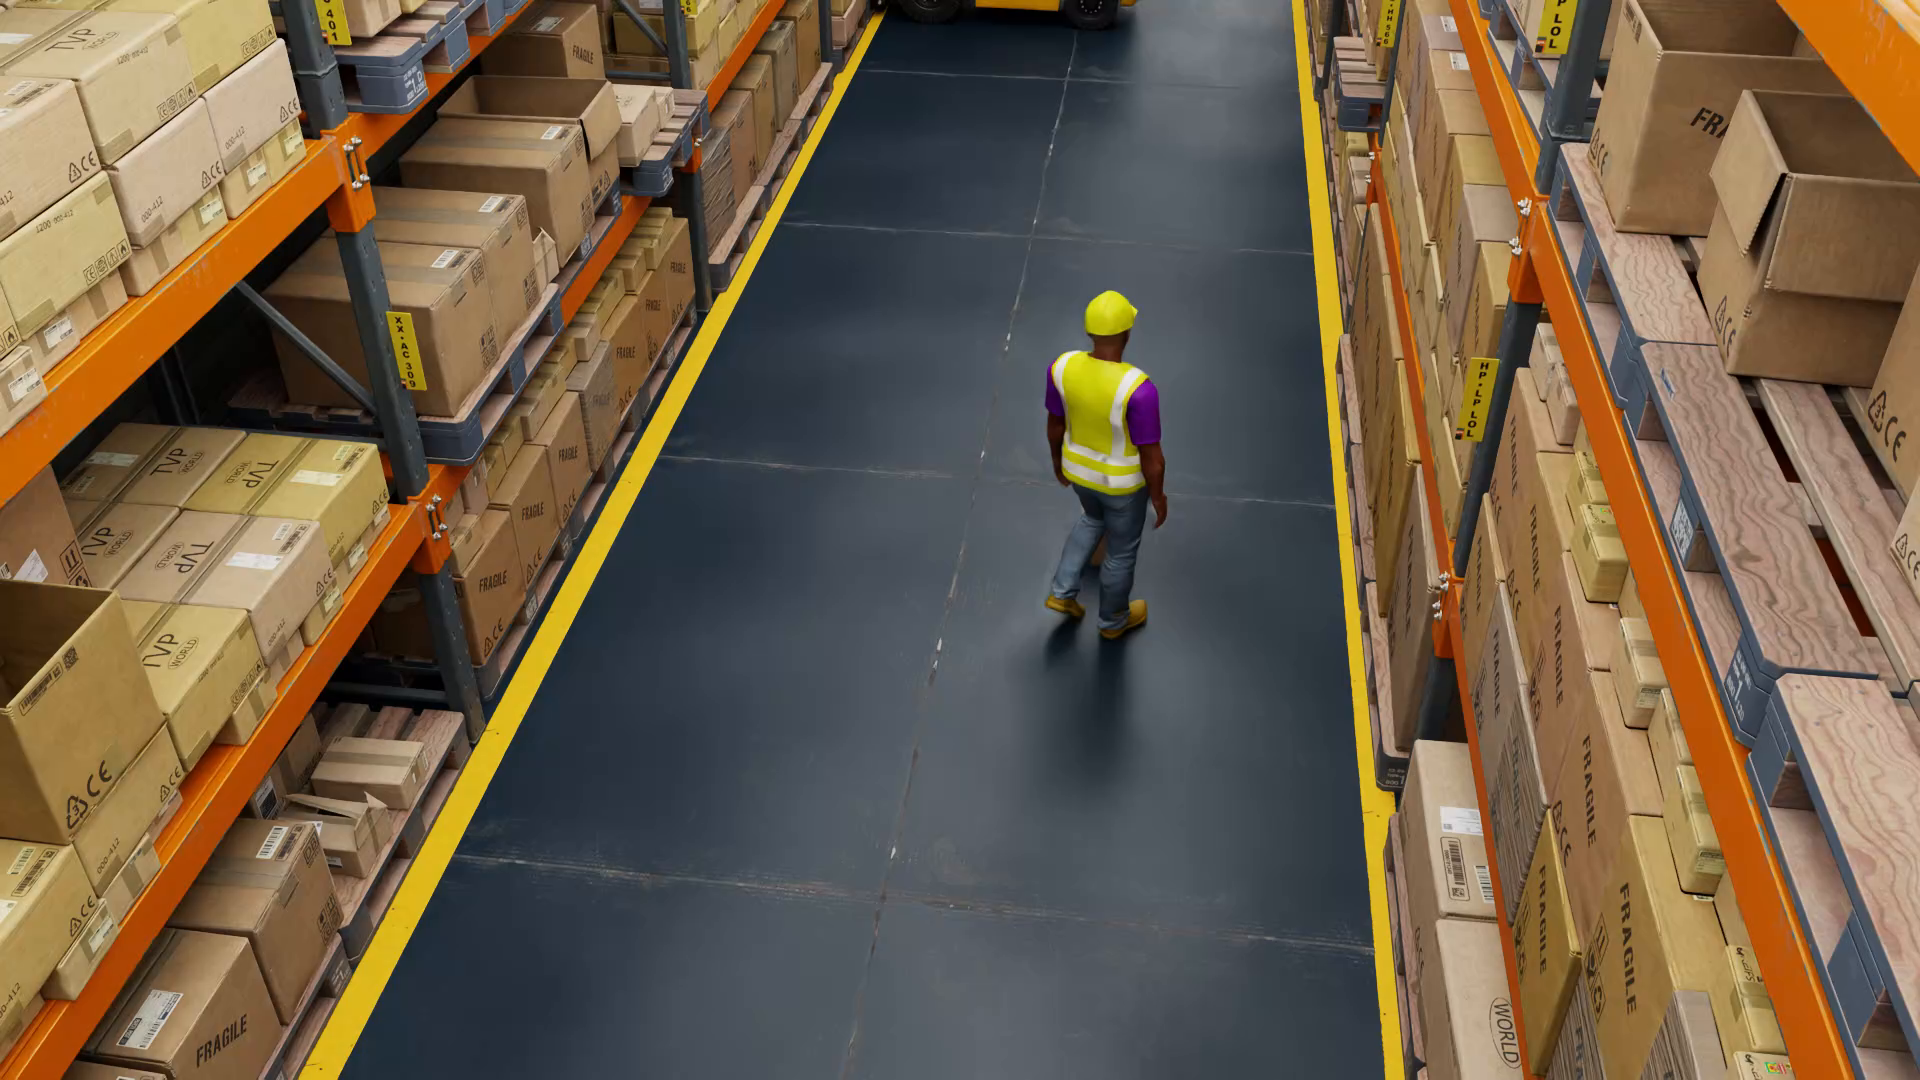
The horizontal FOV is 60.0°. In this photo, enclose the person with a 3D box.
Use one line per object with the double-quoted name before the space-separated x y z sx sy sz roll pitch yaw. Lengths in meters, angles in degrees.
"person" 0.681 -0.302 7.423 0.613 1.763 0.466 26 43 31
